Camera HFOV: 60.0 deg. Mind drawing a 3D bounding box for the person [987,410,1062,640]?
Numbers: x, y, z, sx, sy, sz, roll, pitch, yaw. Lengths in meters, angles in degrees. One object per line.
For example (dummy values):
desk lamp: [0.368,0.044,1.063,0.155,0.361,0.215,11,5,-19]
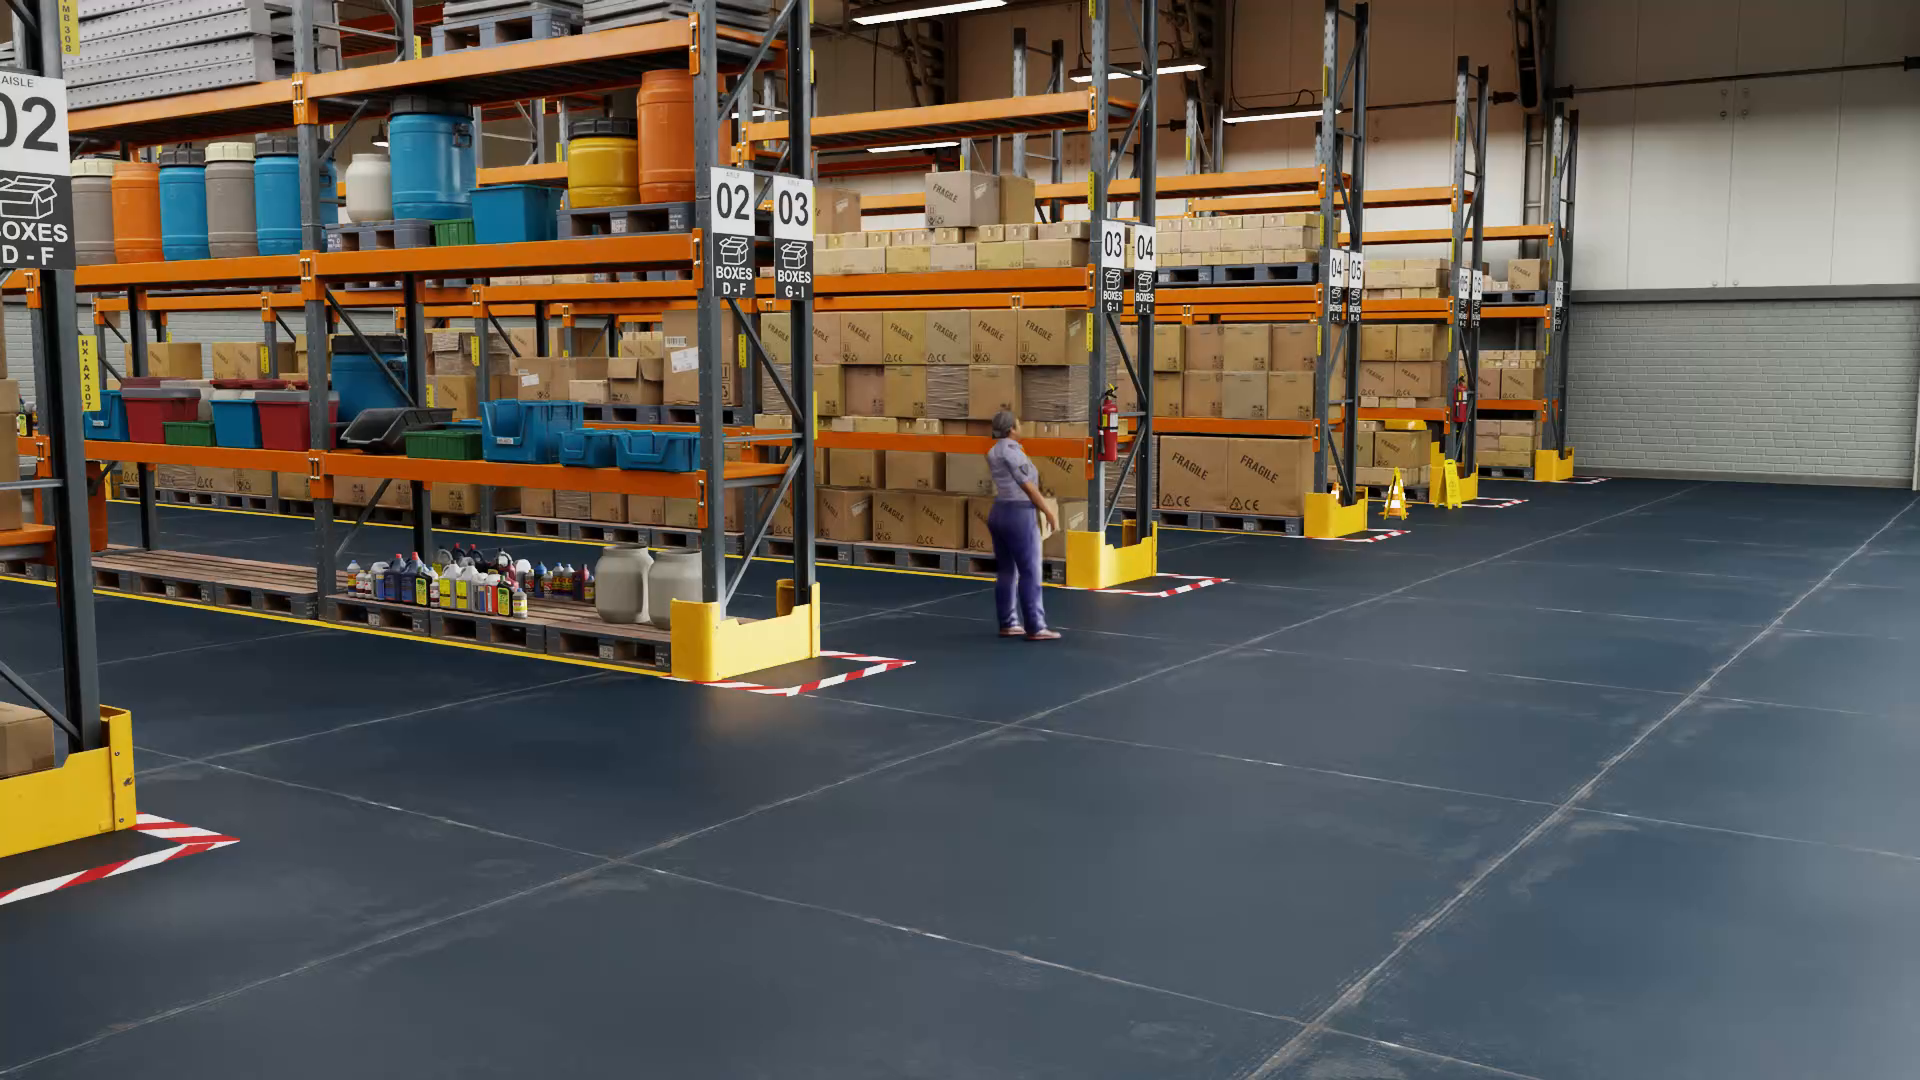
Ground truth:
person: [0.450,-0.113,12.039,0.478,1.648,0.505,-3,7,-25]
